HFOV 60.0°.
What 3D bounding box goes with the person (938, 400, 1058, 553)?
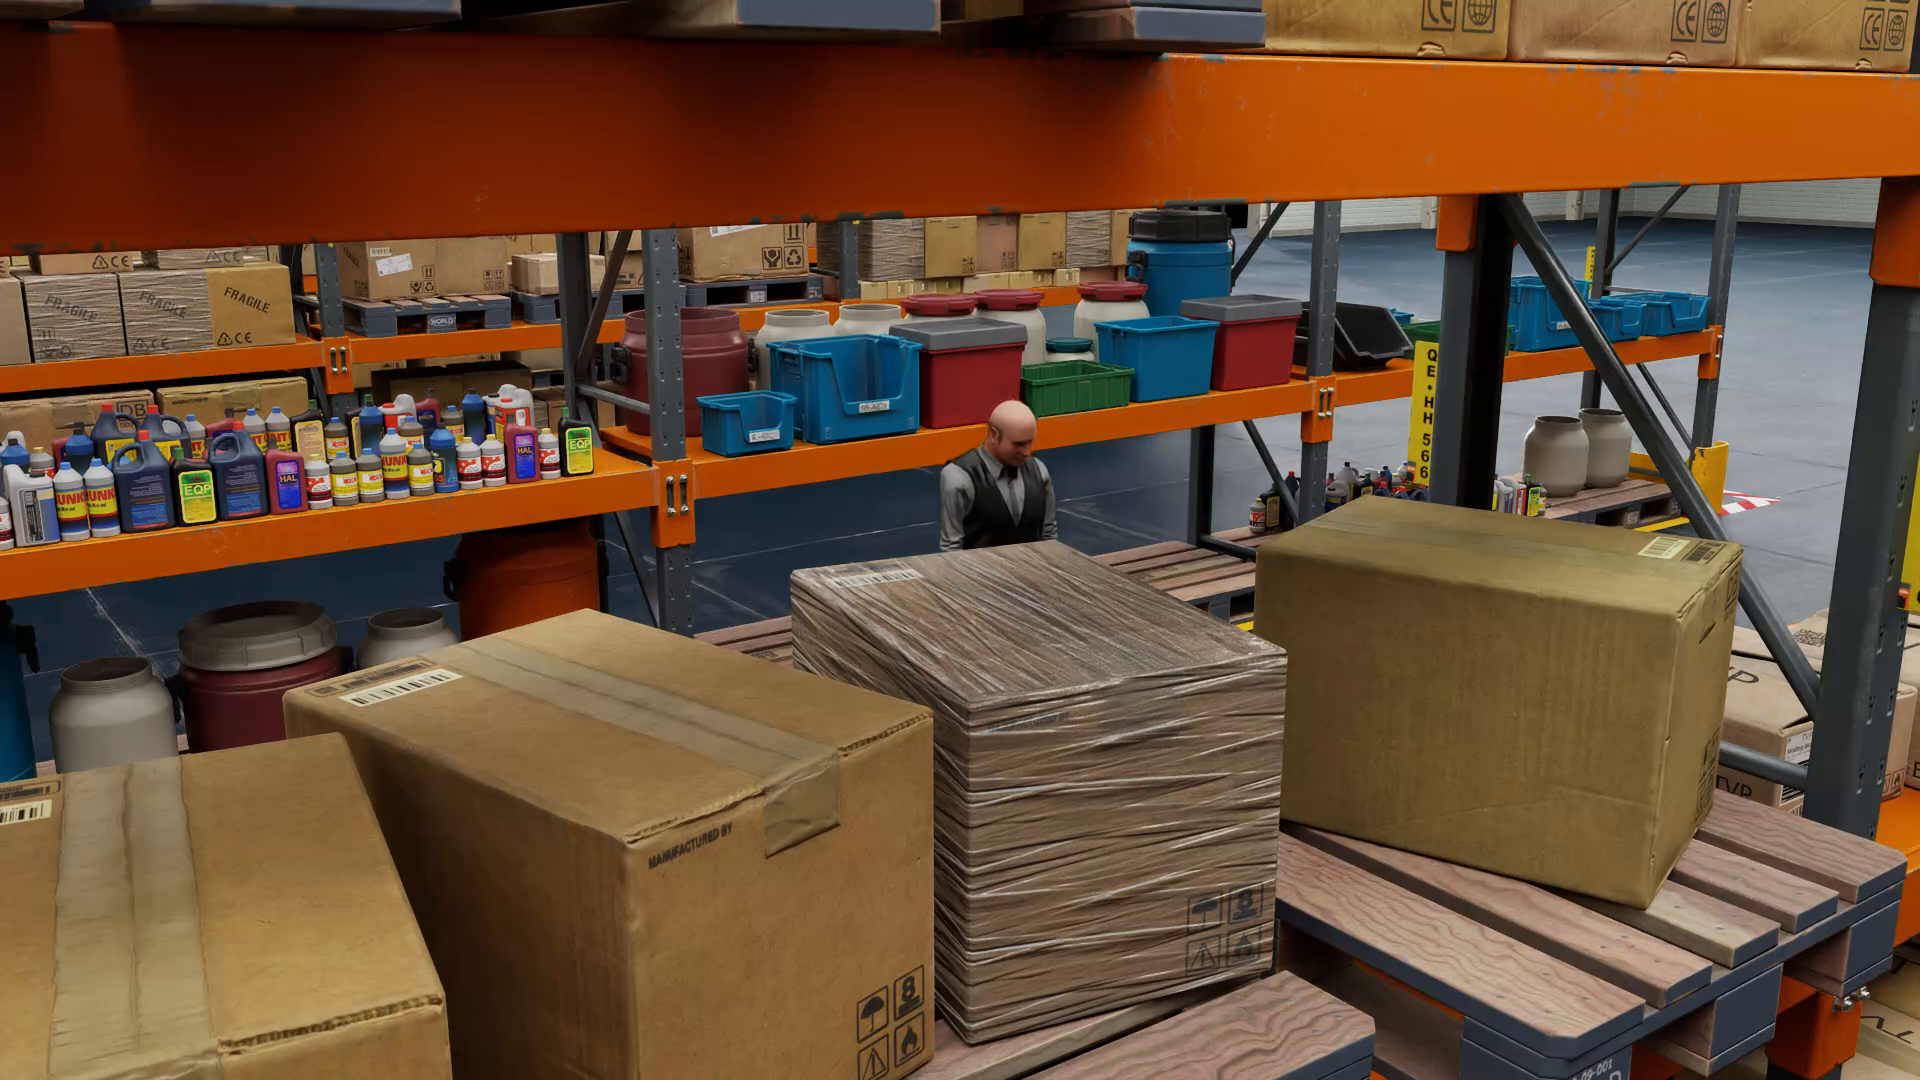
[{"bbox_3d":[0.156,0.268,6.631,0.552,1.685,0.410,-10,17,-33],"label":"person"}]
